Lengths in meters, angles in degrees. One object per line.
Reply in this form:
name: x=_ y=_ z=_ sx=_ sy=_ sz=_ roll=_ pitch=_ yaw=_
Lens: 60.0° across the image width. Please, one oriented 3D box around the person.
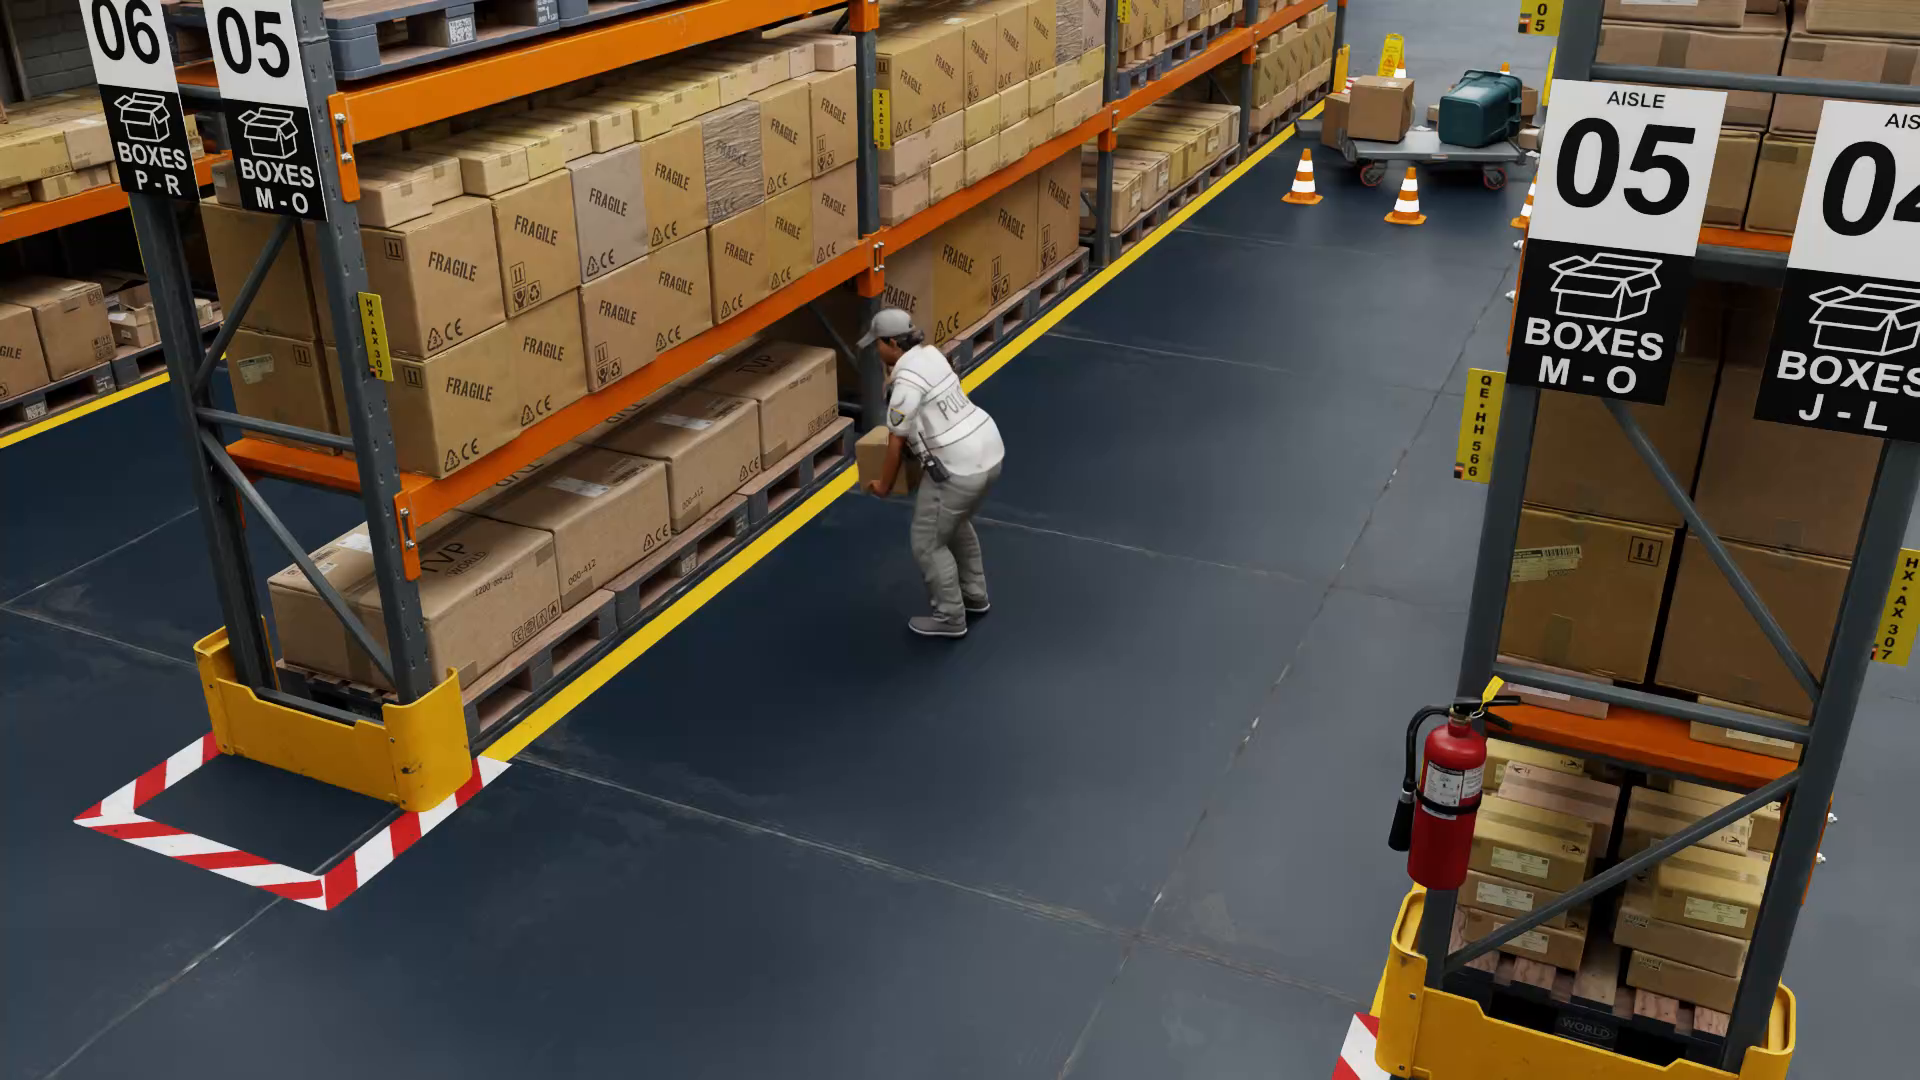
person: x=-0.142 y=-0.322 z=7.880 sx=0.684 sy=1.571 sz=0.456 roll=11 pitch=28 yaw=21
